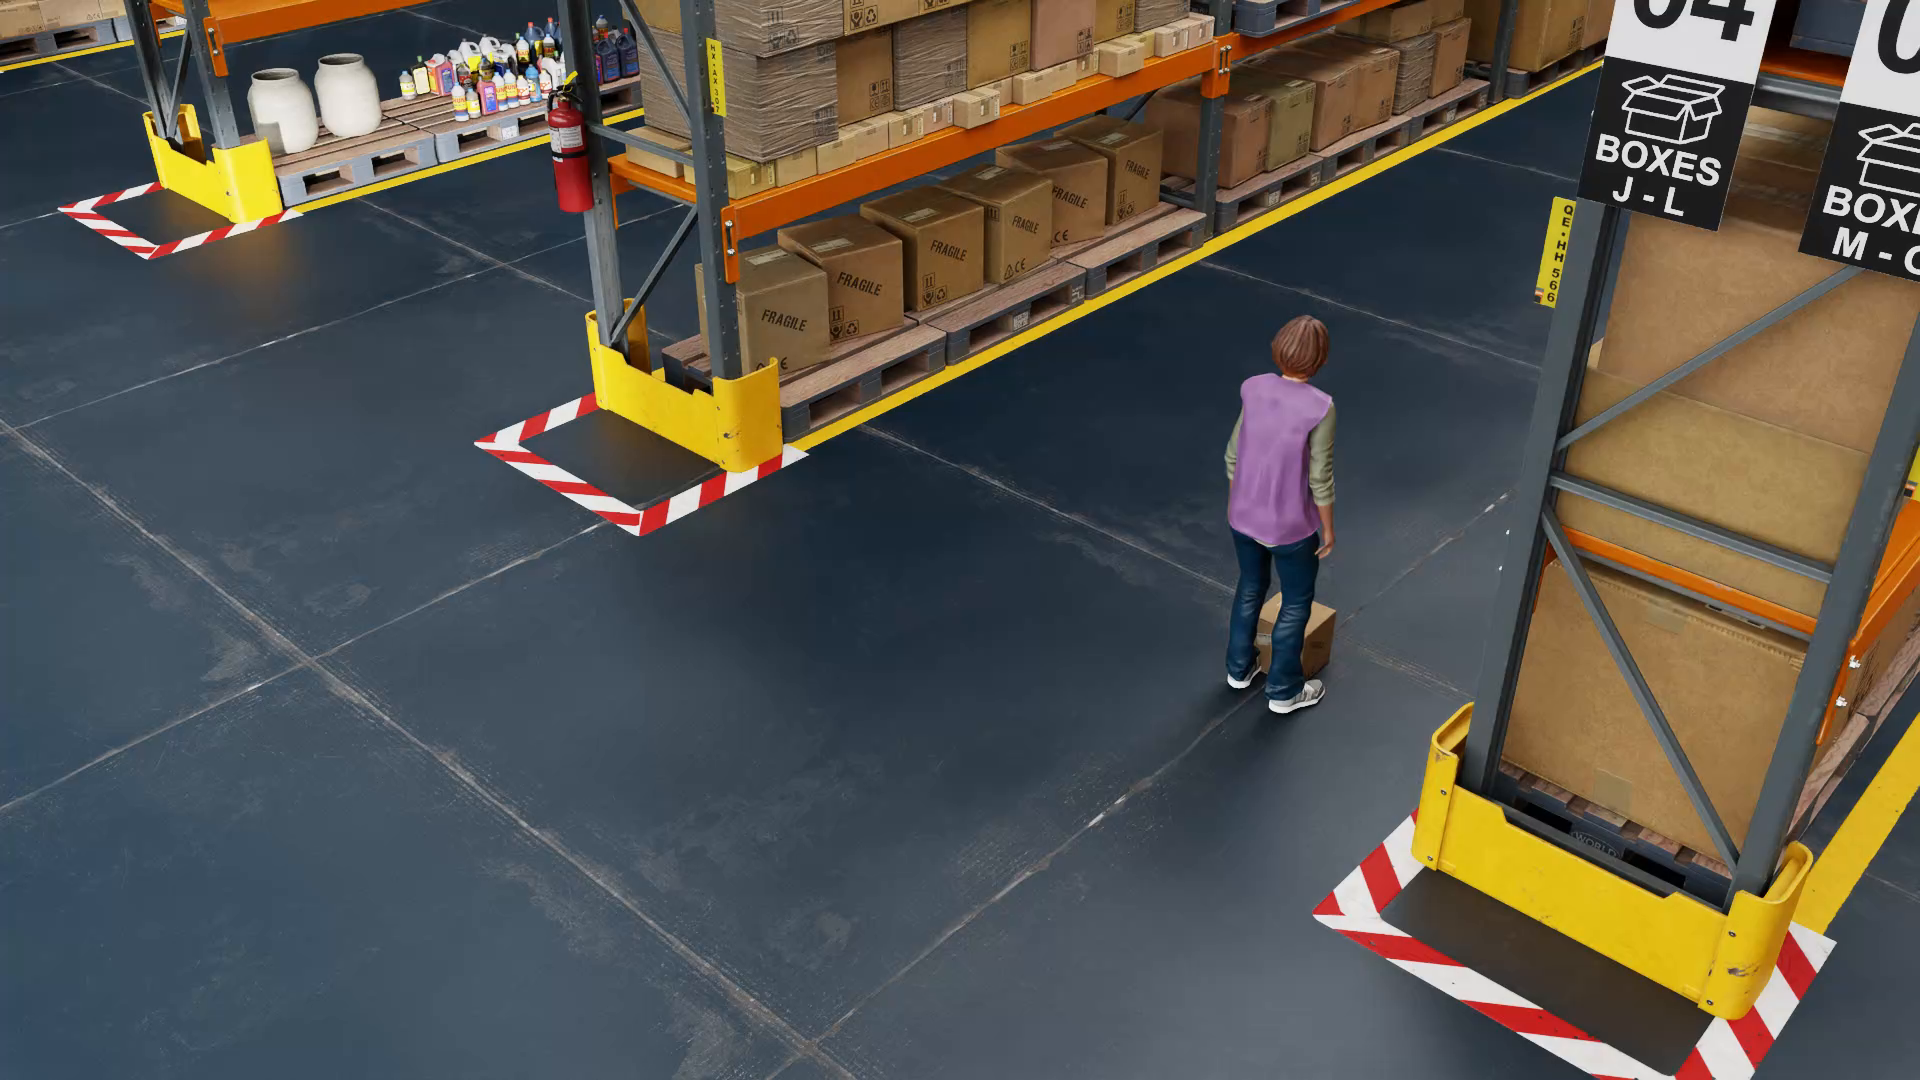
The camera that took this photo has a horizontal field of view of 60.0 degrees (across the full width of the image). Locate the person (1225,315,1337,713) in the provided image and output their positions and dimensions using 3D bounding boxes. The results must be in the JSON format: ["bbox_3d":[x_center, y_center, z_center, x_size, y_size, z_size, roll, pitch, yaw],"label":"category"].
[{"bbox_3d":[1.204,-0.081,6.277,0.464,1.592,0.365,26,40,35],"label":"person"}]
